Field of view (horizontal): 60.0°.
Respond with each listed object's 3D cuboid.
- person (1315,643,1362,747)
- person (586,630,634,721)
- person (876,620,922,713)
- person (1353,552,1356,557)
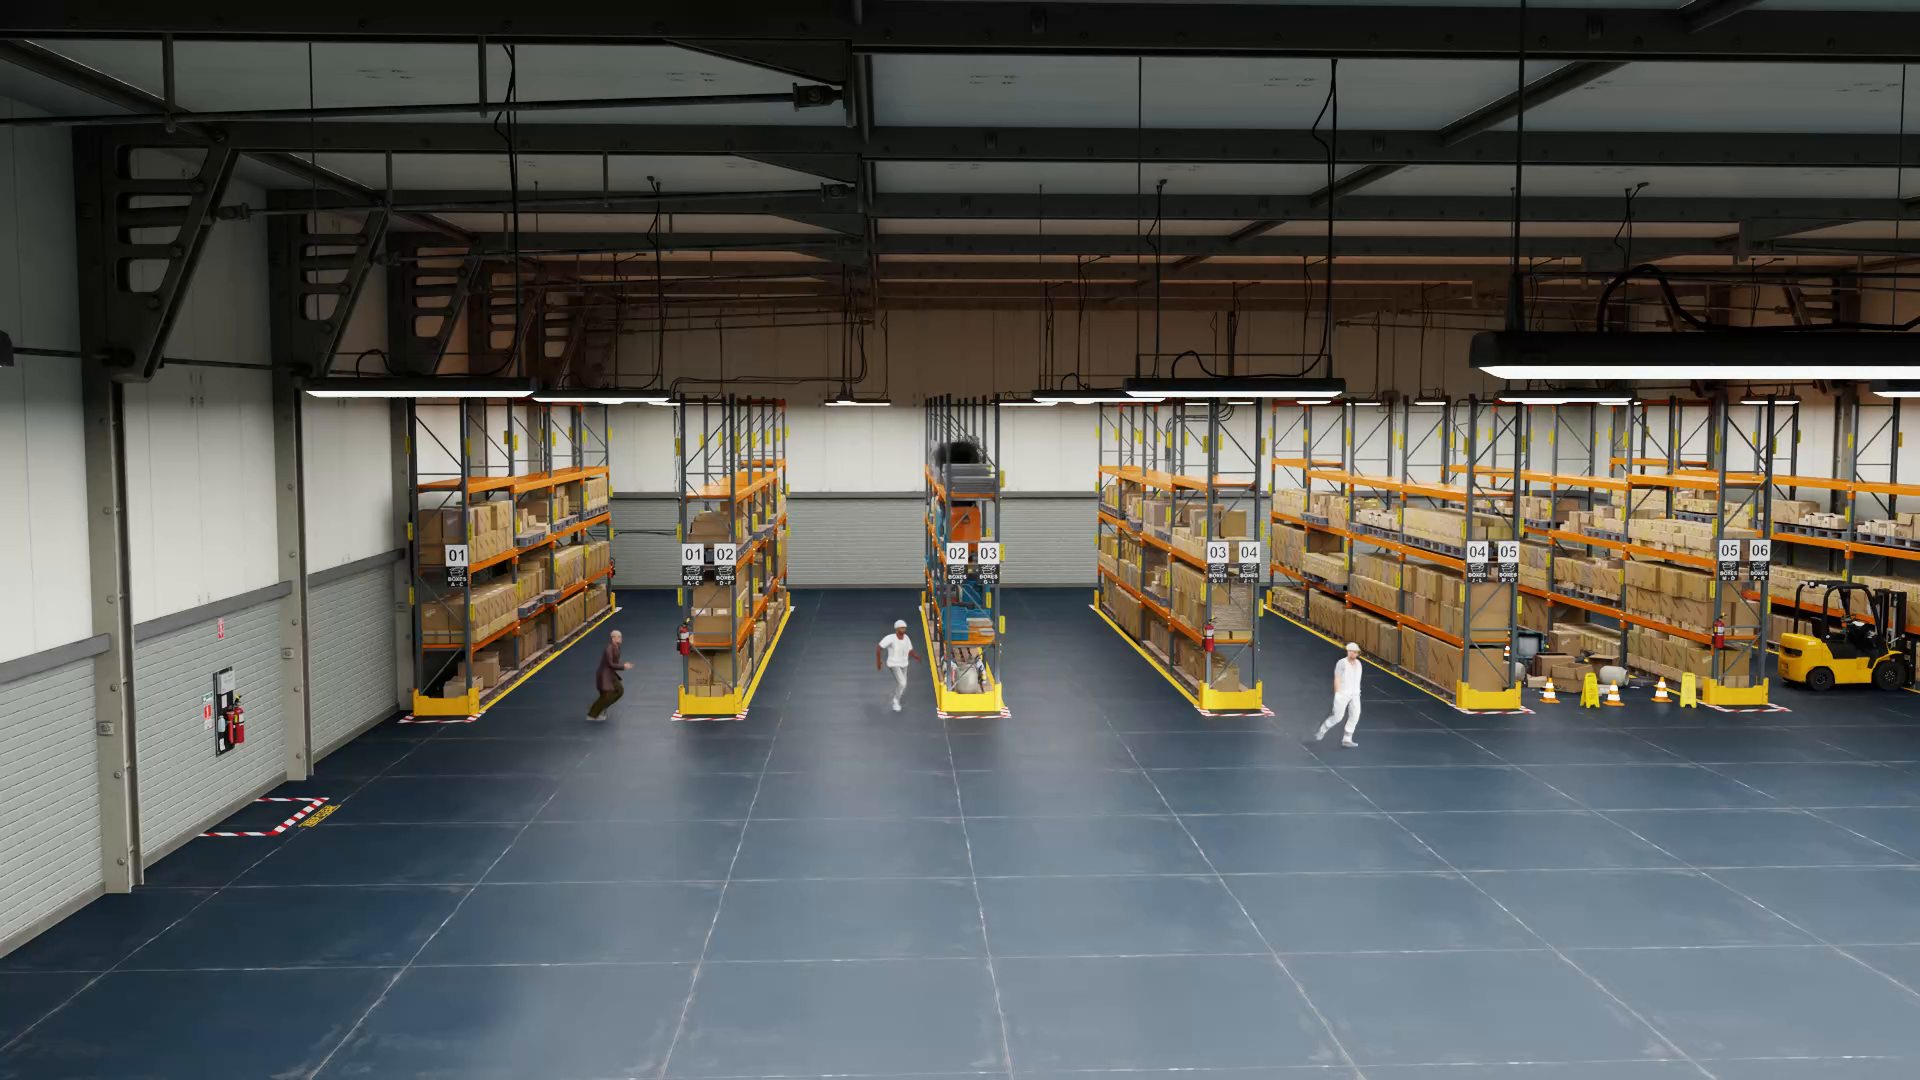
[{"bbox_3d":[6.444,2.608,28.165,0.718,1.762,0.620,-2,5,-25],"label":"person"},{"bbox_3d":[-6.407,2.486,30.452,0.897,1.664,0.713,0,5,2],"label":"person"},{"bbox_3d":[-1.143,2.382,31.383,0.688,1.741,0.769,-4,6,-44],"label":"person"},{"bbox_3d":[11.325,1.169,47.574,0.598,1.642,0.910,-4,6,-39],"label":"person"}]
